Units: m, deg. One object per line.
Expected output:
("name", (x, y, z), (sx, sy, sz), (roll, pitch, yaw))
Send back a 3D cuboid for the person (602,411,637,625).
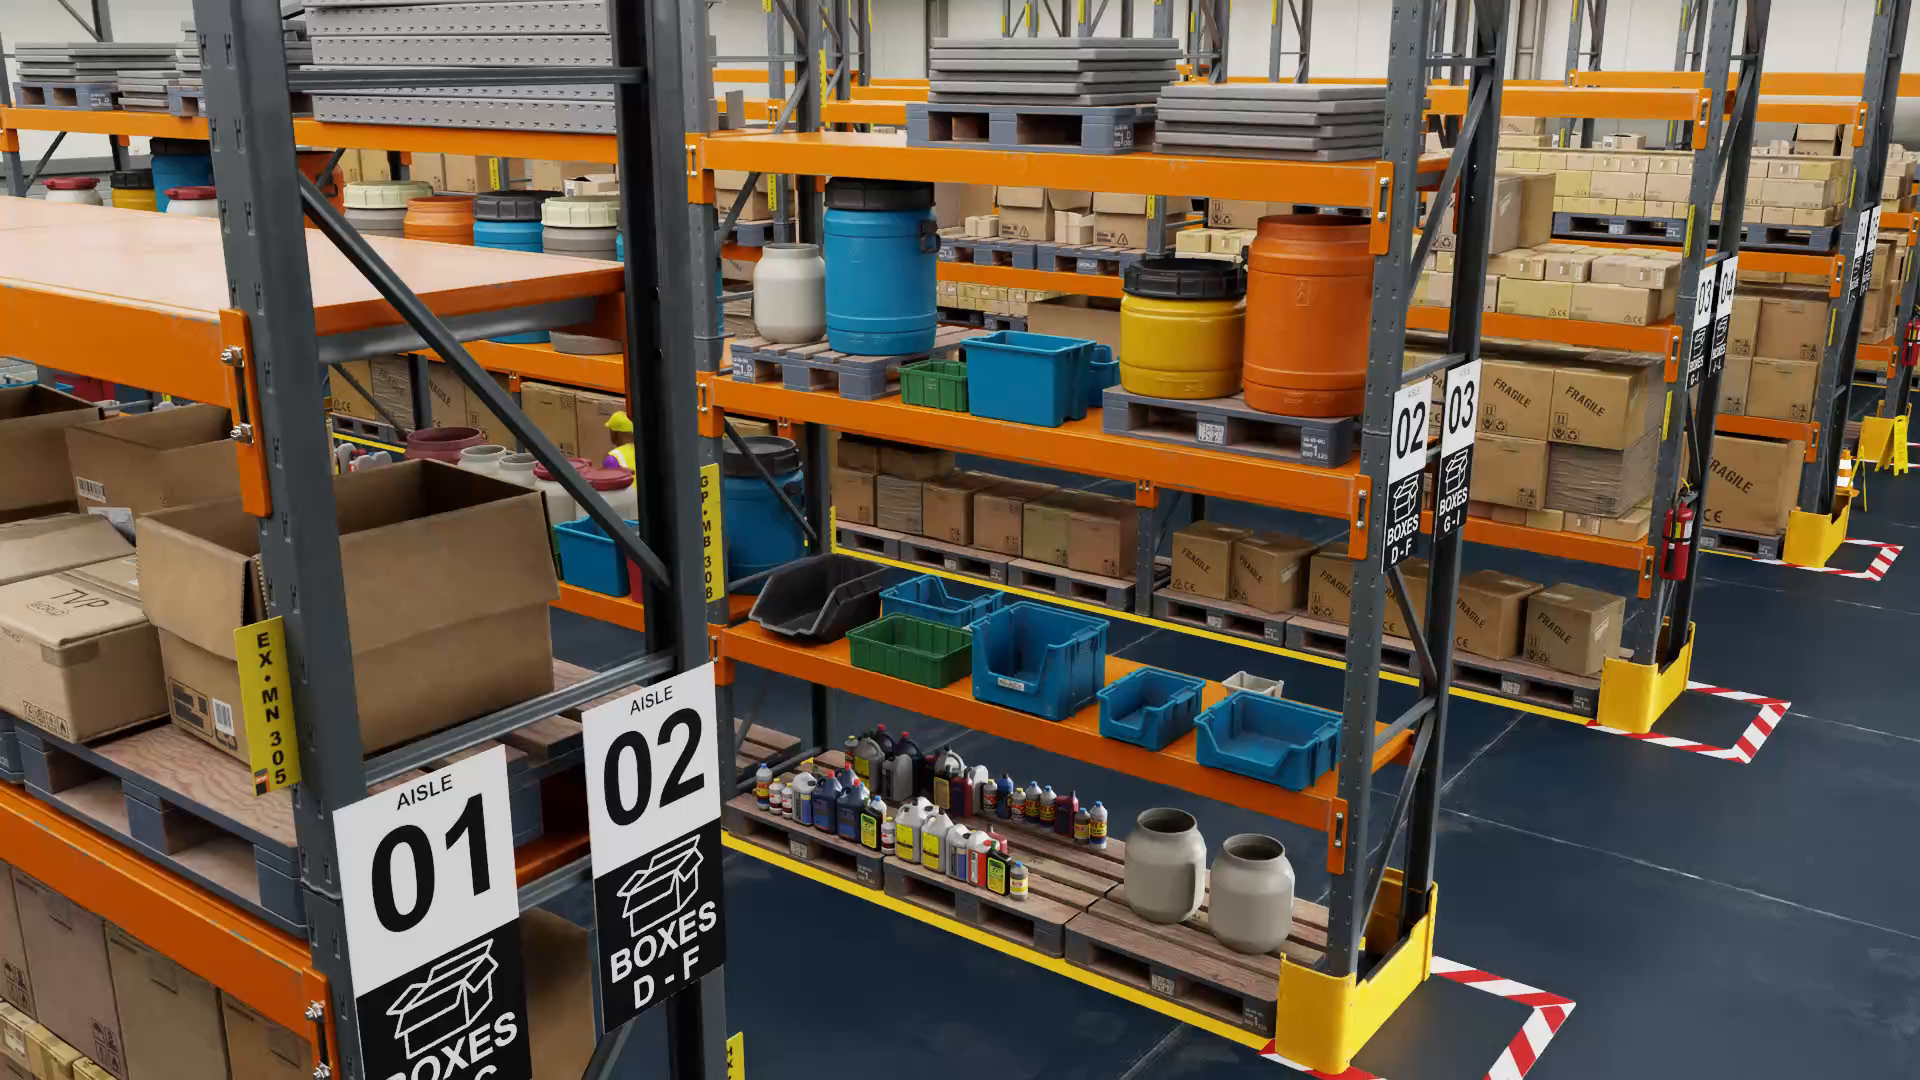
("person", (-2.681, -0.166, 13.517), (0.530, 1.772, 0.614), (13, 21, 37))
